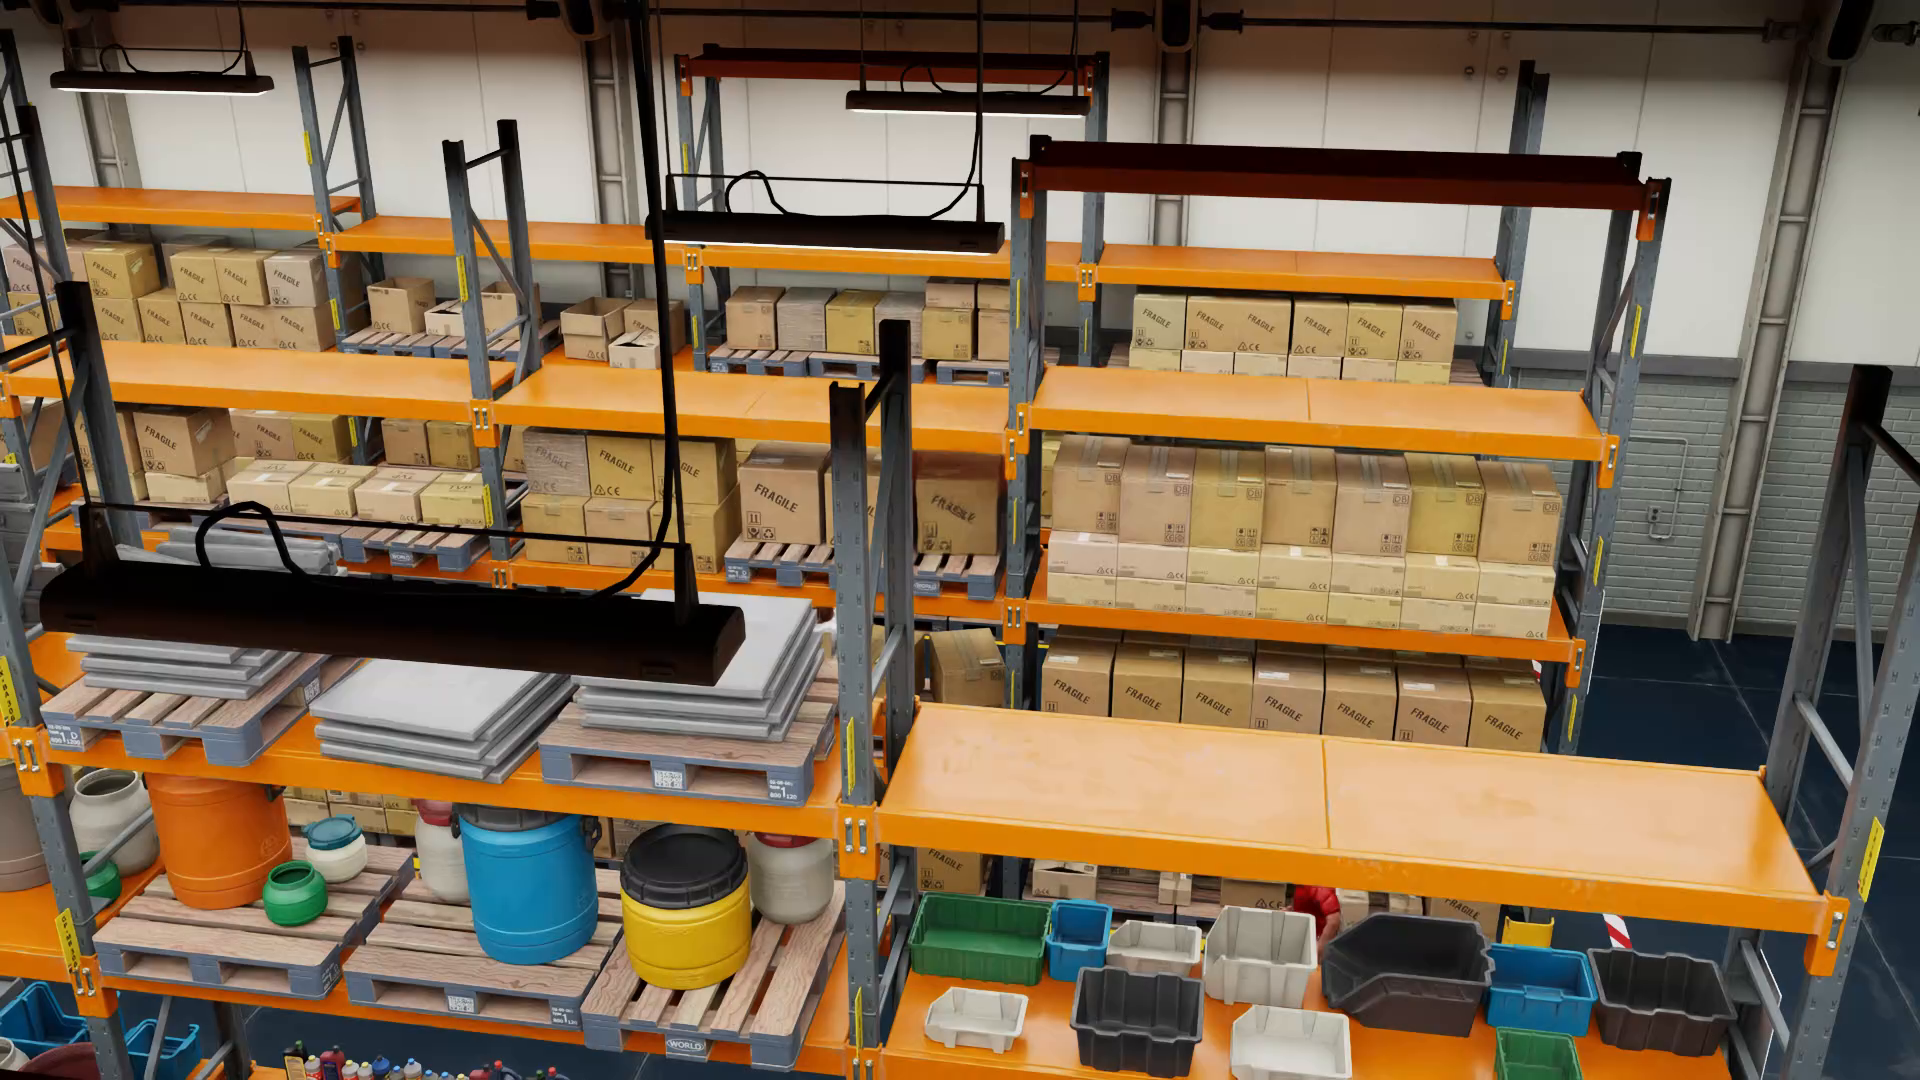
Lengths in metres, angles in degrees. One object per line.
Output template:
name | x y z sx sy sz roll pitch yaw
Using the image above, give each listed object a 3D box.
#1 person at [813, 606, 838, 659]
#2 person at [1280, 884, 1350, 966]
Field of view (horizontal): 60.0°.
person | -1.403 1.236 15.199 0.737 1.789 0.589 -1 23 -3
person | 2.553 2.843 11.671 0.733 1.571 0.700 8 24 18
